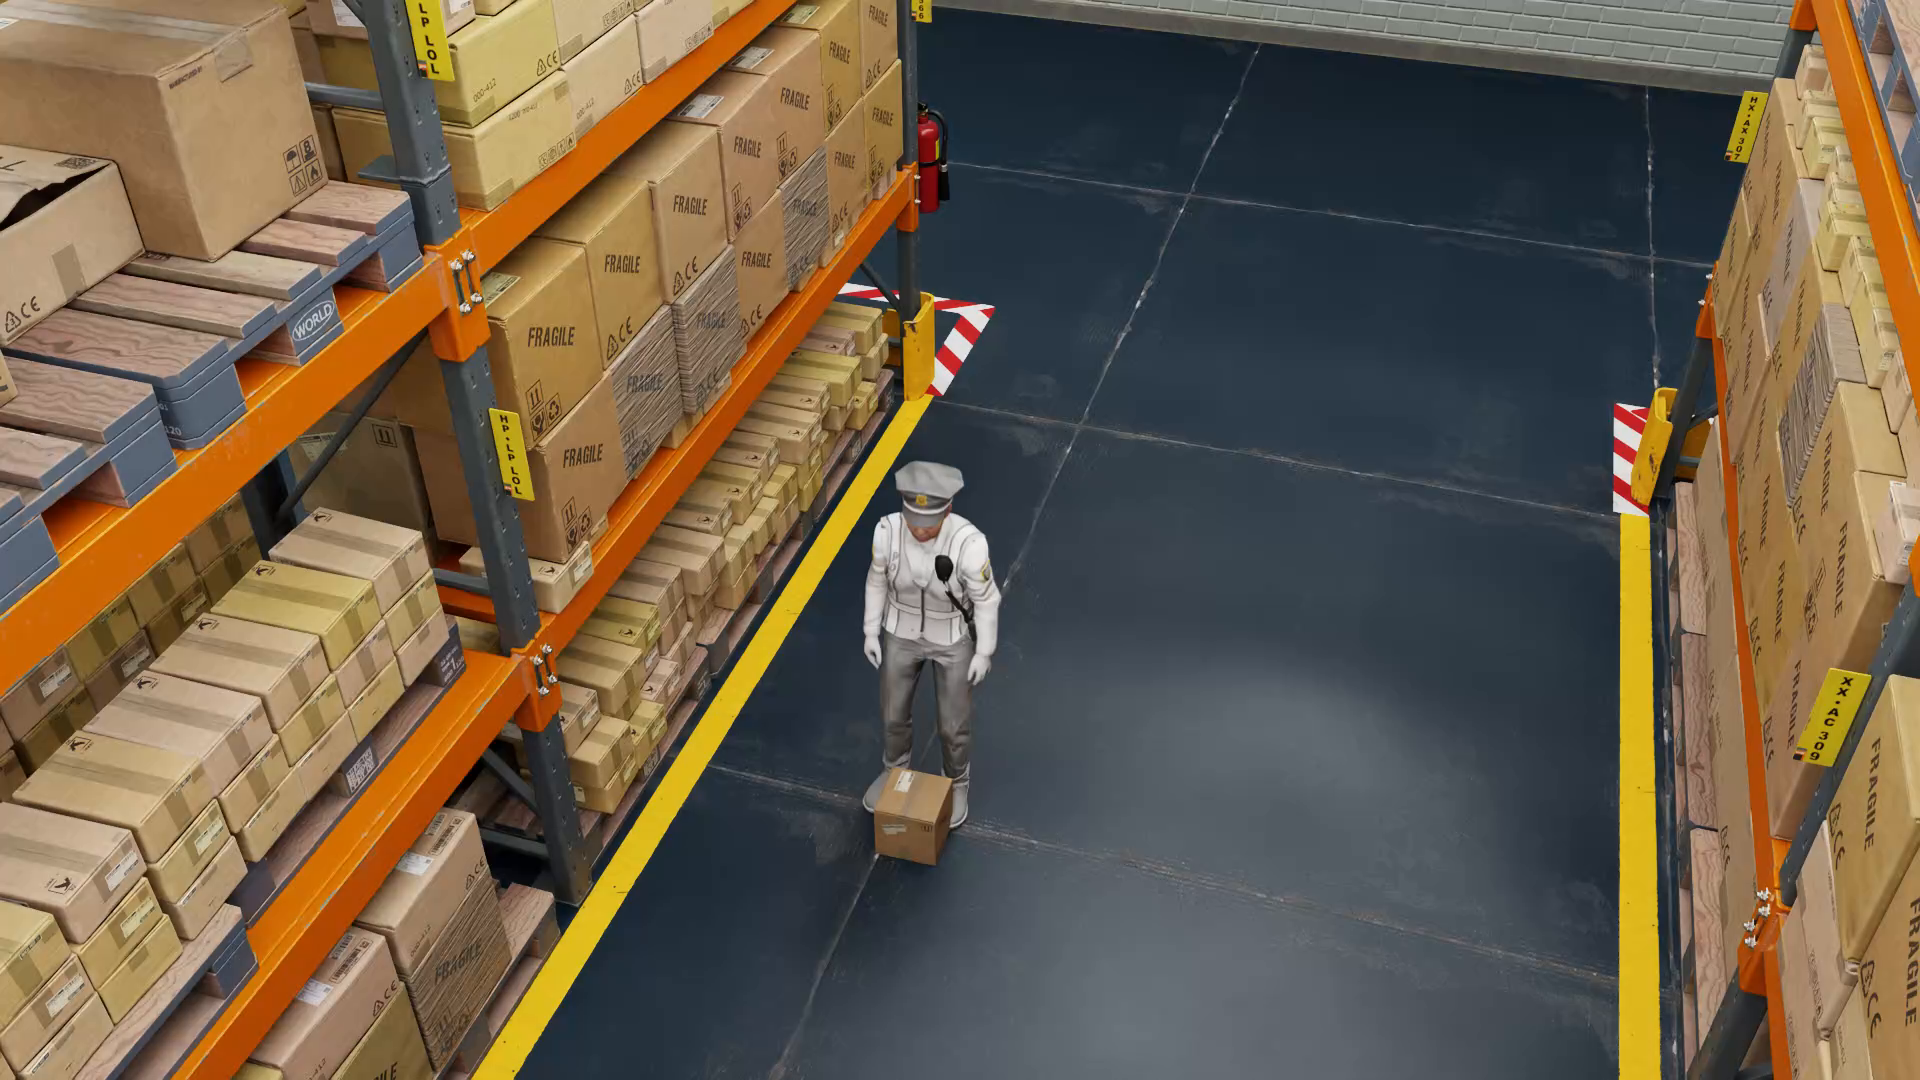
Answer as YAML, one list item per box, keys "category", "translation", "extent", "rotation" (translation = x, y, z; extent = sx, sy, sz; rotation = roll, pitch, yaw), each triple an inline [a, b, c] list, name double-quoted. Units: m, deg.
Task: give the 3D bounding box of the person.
- category: "person"
  translation: [-0.117, 0.394, 6.370]
  extent: [0.524, 1.662, 0.373]
  rotation: [9, 38, 12]
